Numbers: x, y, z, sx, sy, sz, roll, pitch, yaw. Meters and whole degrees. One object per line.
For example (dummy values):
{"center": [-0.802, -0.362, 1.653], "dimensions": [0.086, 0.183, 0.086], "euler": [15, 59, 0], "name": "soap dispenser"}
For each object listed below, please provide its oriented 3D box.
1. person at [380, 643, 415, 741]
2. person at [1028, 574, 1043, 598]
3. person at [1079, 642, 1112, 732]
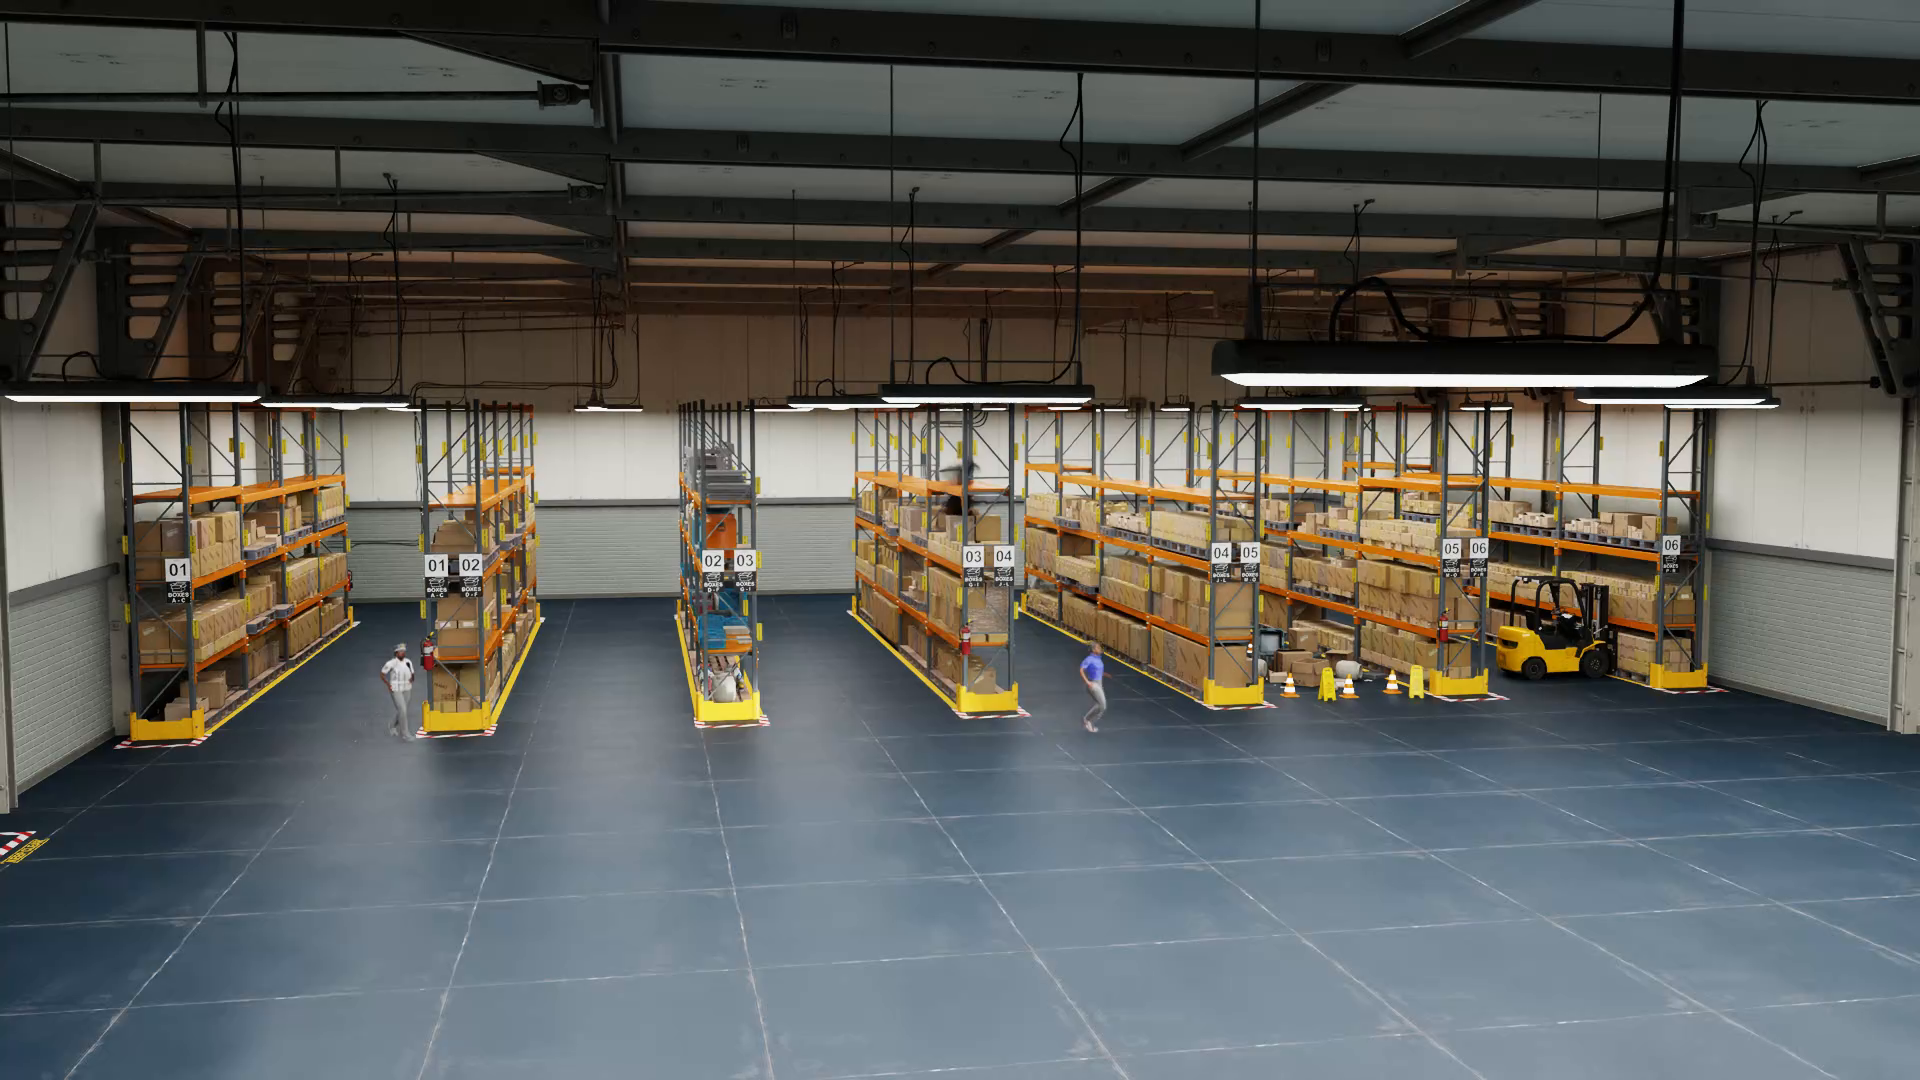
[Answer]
{"center": [-9.844, 2.651, 29.287], "dimensions": [0.820, 1.671, 0.569], "euler": [3, 5, 37], "name": "person"}
{"center": [2.296, 1.116, 49.937], "dimensions": [0.862, 1.716, 0.535], "euler": [-2, 5, -25], "name": "person"}
{"center": [2.455, 2.643, 29.918], "dimensions": [0.543, 1.621, 0.633], "euler": [2, 5, 27], "name": "person"}
